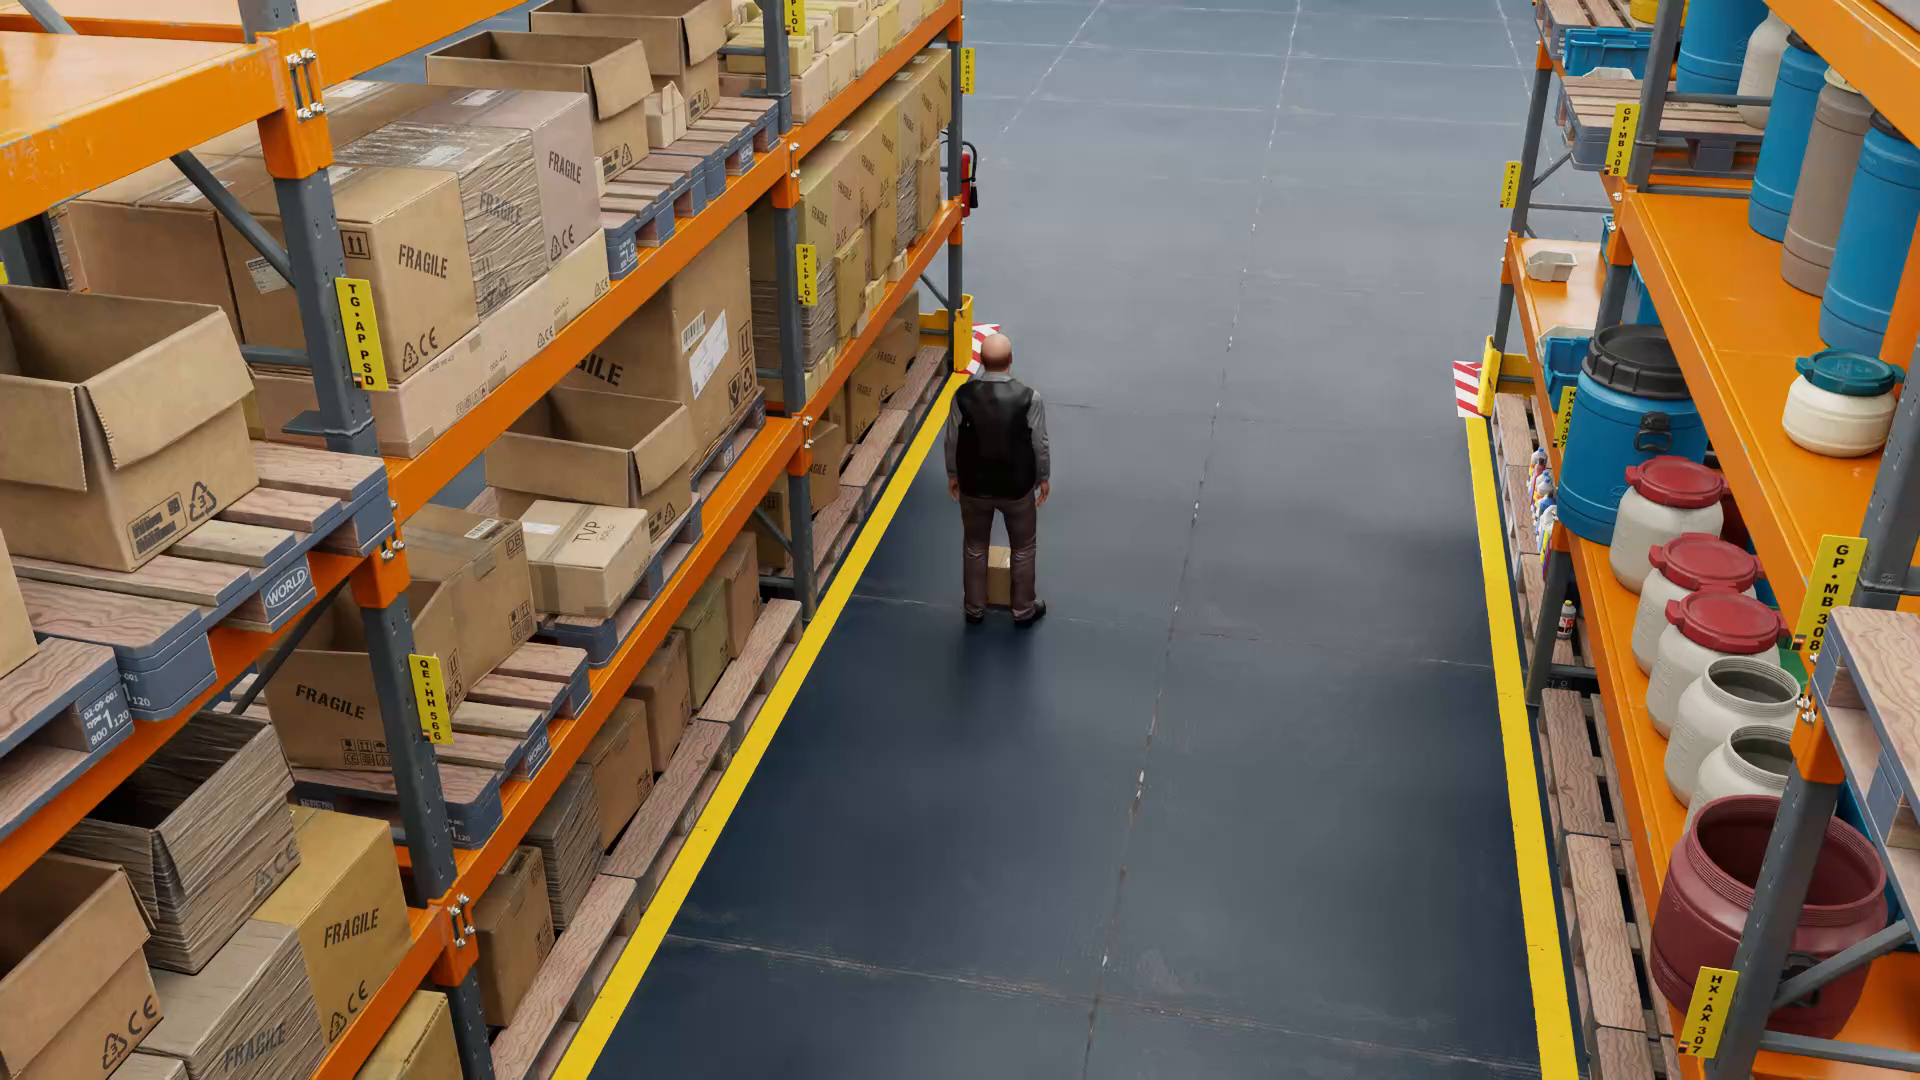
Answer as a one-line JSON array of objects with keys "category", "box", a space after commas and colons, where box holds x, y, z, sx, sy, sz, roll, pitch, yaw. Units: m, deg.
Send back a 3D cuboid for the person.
[{"category": "person", "box": [0.204, -0.302, 9.201, 0.583, 1.719, 0.424, 4, 29, 8]}]
